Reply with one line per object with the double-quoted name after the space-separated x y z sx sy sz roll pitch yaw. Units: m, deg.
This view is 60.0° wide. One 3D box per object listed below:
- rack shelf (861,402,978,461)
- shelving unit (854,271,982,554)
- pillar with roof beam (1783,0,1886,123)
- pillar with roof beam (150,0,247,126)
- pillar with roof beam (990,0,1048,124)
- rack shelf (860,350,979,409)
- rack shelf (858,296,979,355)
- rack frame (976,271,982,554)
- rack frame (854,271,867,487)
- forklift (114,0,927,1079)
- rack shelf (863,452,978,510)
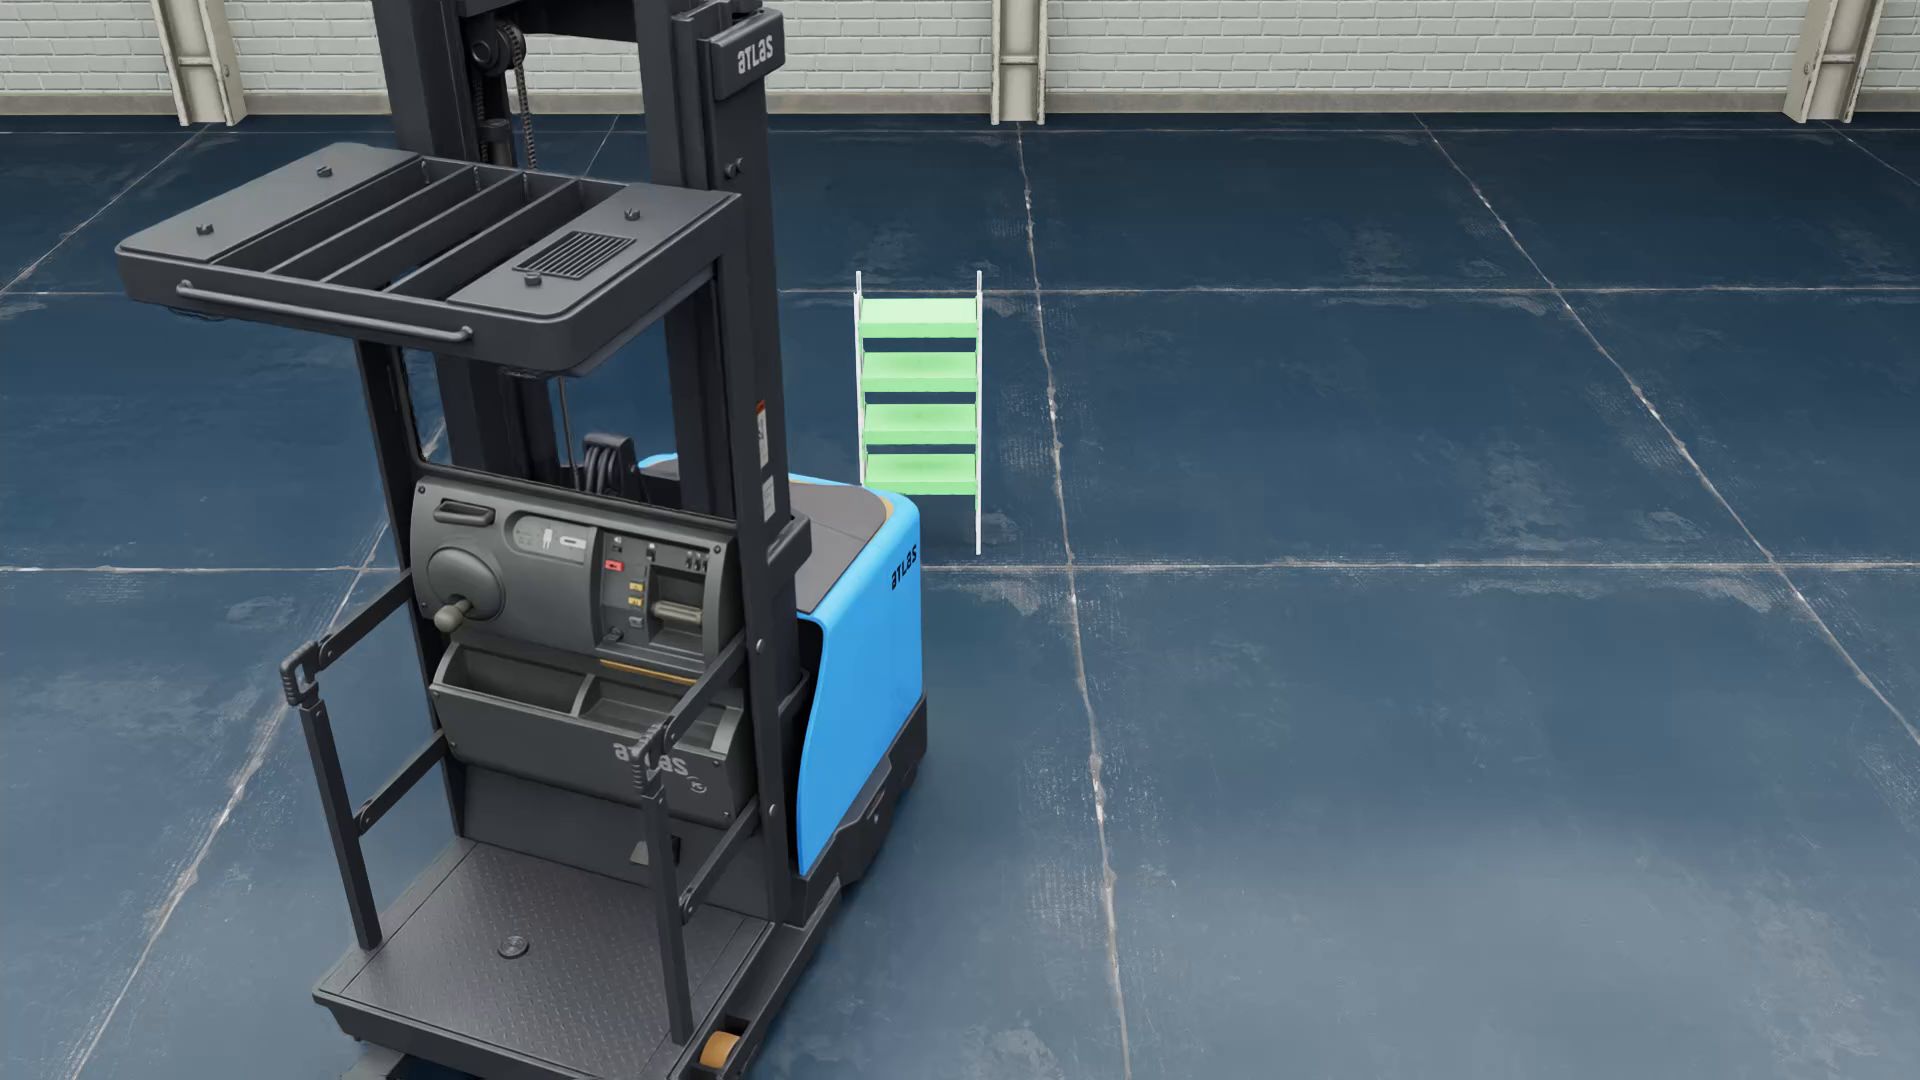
-0.166 -0.458 6.971 0.480 0.148 0.258 0 31 0 "rack shelf"
-0.166 -0.512 6.938 0.503 1.200 0.258 0 31 0 "shelving unit"
6.456 -4.796 6.480 0.400 9.000 9.100 0 31 0 "pillar with roof beam"
-5.544 -4.759 6.418 0.400 9.000 9.100 0 31 0 "pillar with roof beam"
0.456 -4.777 6.449 0.400 9.000 9.100 0 31 0 "pillar with roof beam"
-0.166 -0.663 6.847 0.480 0.148 0.258 0 31 0 "rack shelf"
-0.166 -0.868 6.722 0.480 0.148 0.258 0 31 0 "rack shelf"
0.078 -0.513 6.939 0.015 1.200 0.240 0 31 0 "rack frame"
-0.410 -0.512 6.937 0.015 1.200 0.240 0 31 0 "rack frame"
-1.104 0.150 4.176 1.130 2.935 3.031 11 33 17 "forklift"
-0.166 -0.253 7.096 0.480 0.148 0.258 0 31 0 "rack shelf"
